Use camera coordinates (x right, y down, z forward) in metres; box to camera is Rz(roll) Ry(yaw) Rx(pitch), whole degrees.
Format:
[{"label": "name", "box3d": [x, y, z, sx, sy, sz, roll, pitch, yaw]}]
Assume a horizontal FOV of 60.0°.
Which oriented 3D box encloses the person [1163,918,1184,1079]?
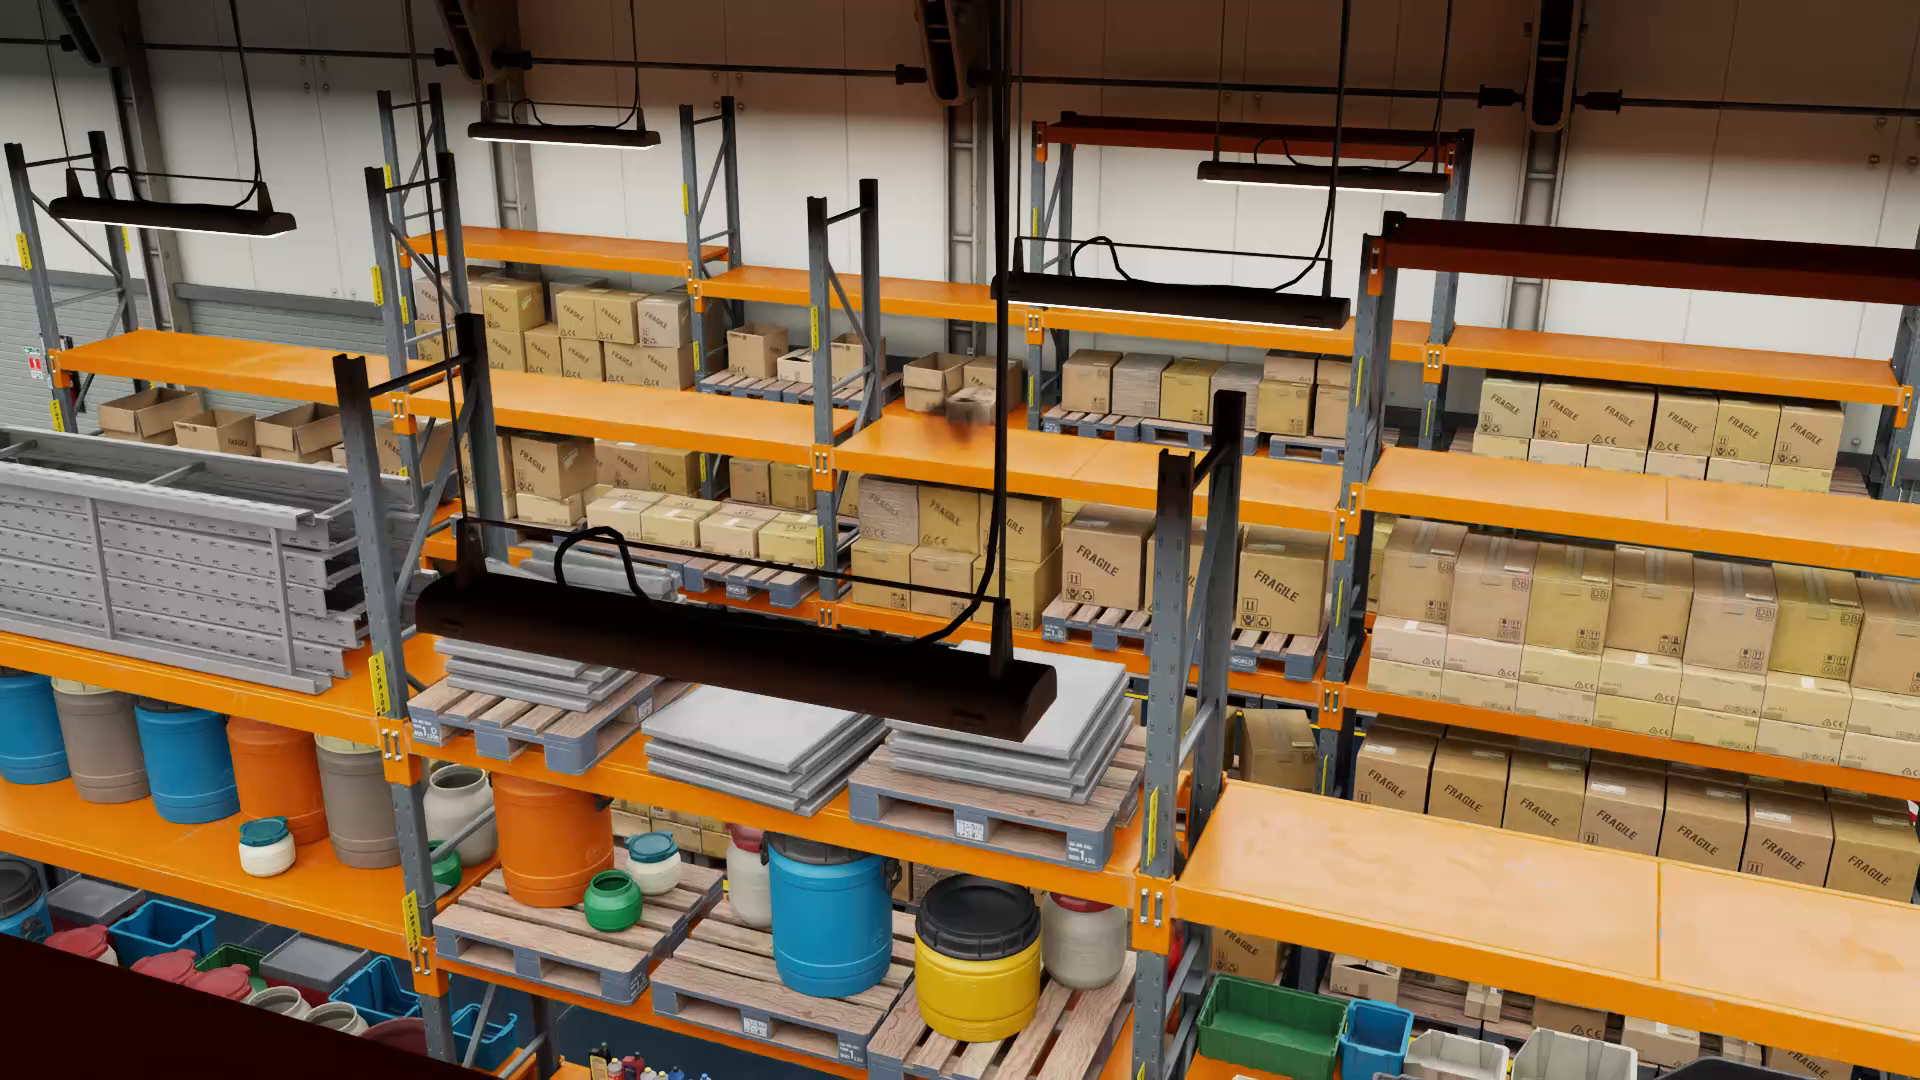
[{"label": "person", "box3d": [1.359, 3.234, 11.546, 1.034, 1.664, 0.530, 7, 22, 19]}]
